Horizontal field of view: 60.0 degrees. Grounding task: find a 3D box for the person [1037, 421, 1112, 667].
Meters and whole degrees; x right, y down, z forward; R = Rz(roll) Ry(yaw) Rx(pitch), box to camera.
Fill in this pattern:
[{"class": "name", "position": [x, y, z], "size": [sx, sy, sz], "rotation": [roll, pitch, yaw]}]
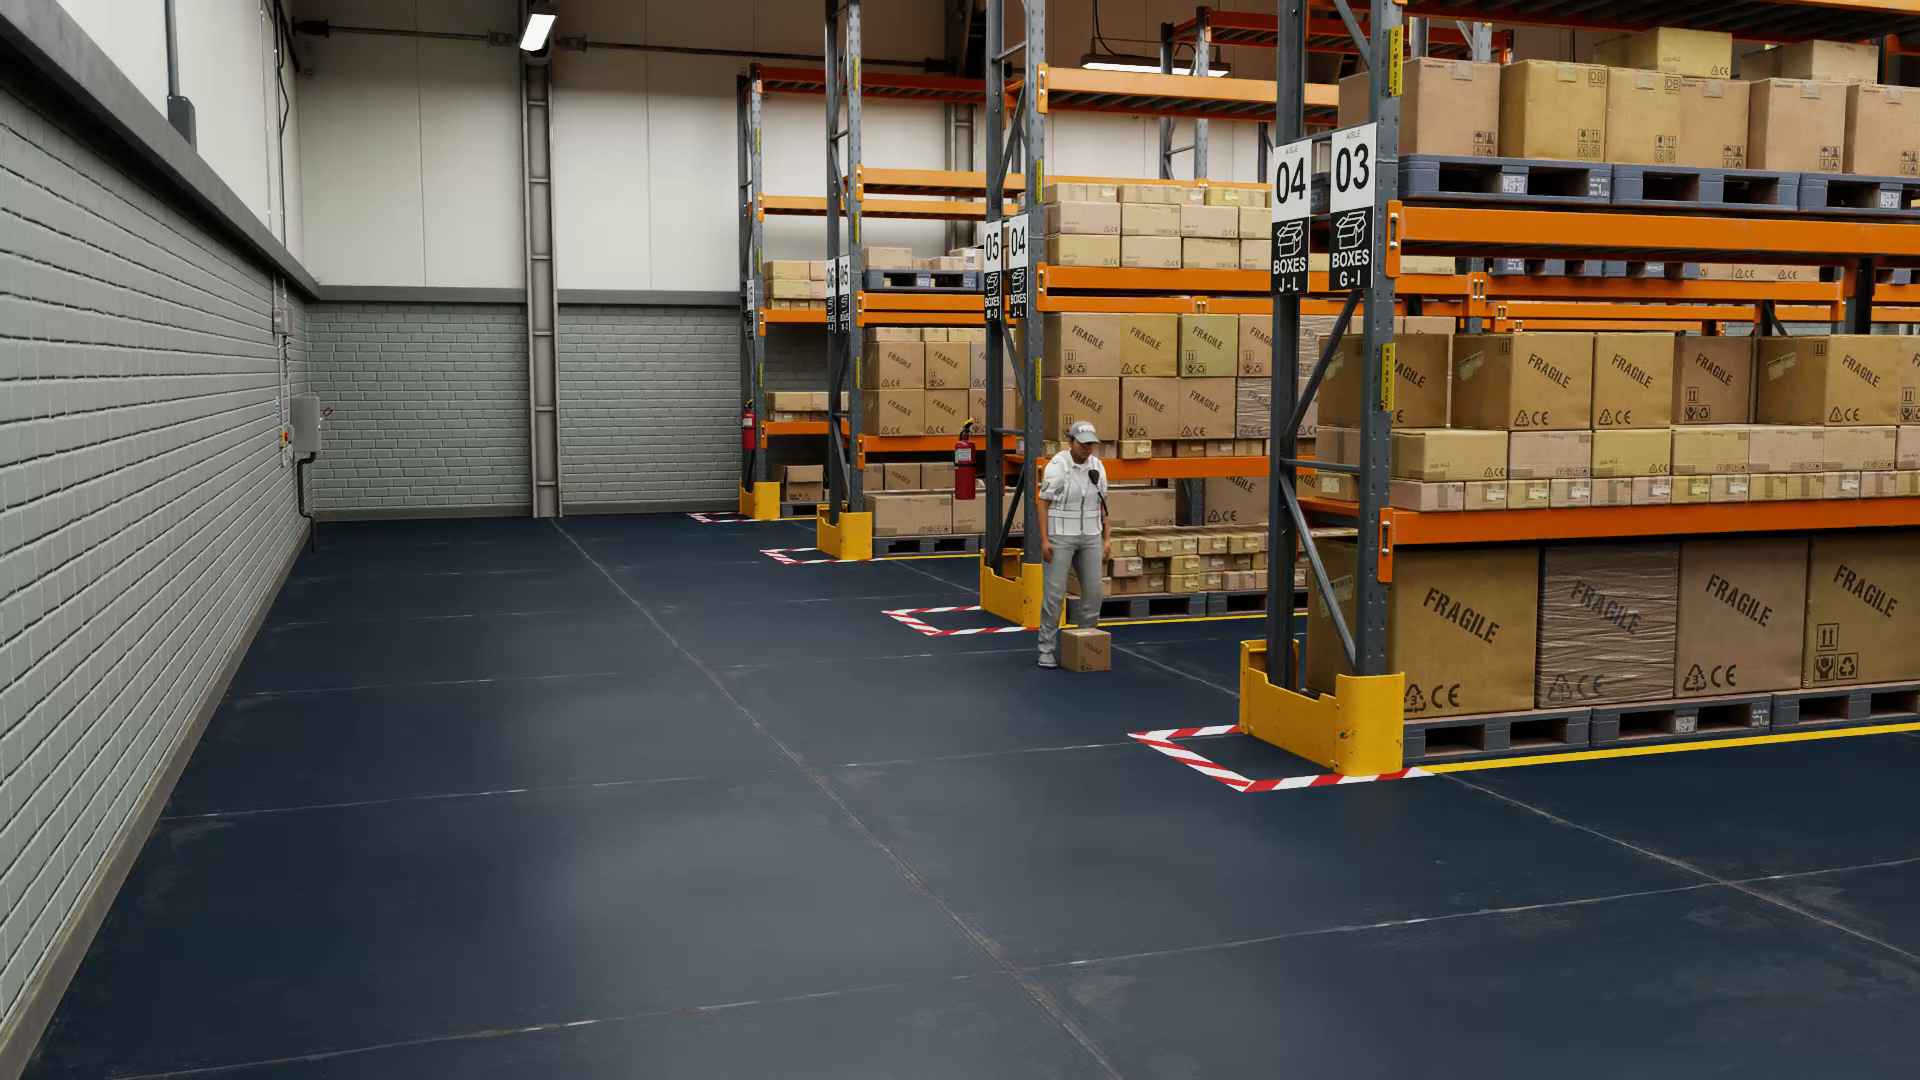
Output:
[{"class": "person", "position": [0.777, 0.019, 11.353], "size": [0.559, 1.667, 0.467], "rotation": [-2, 6, -21]}]
